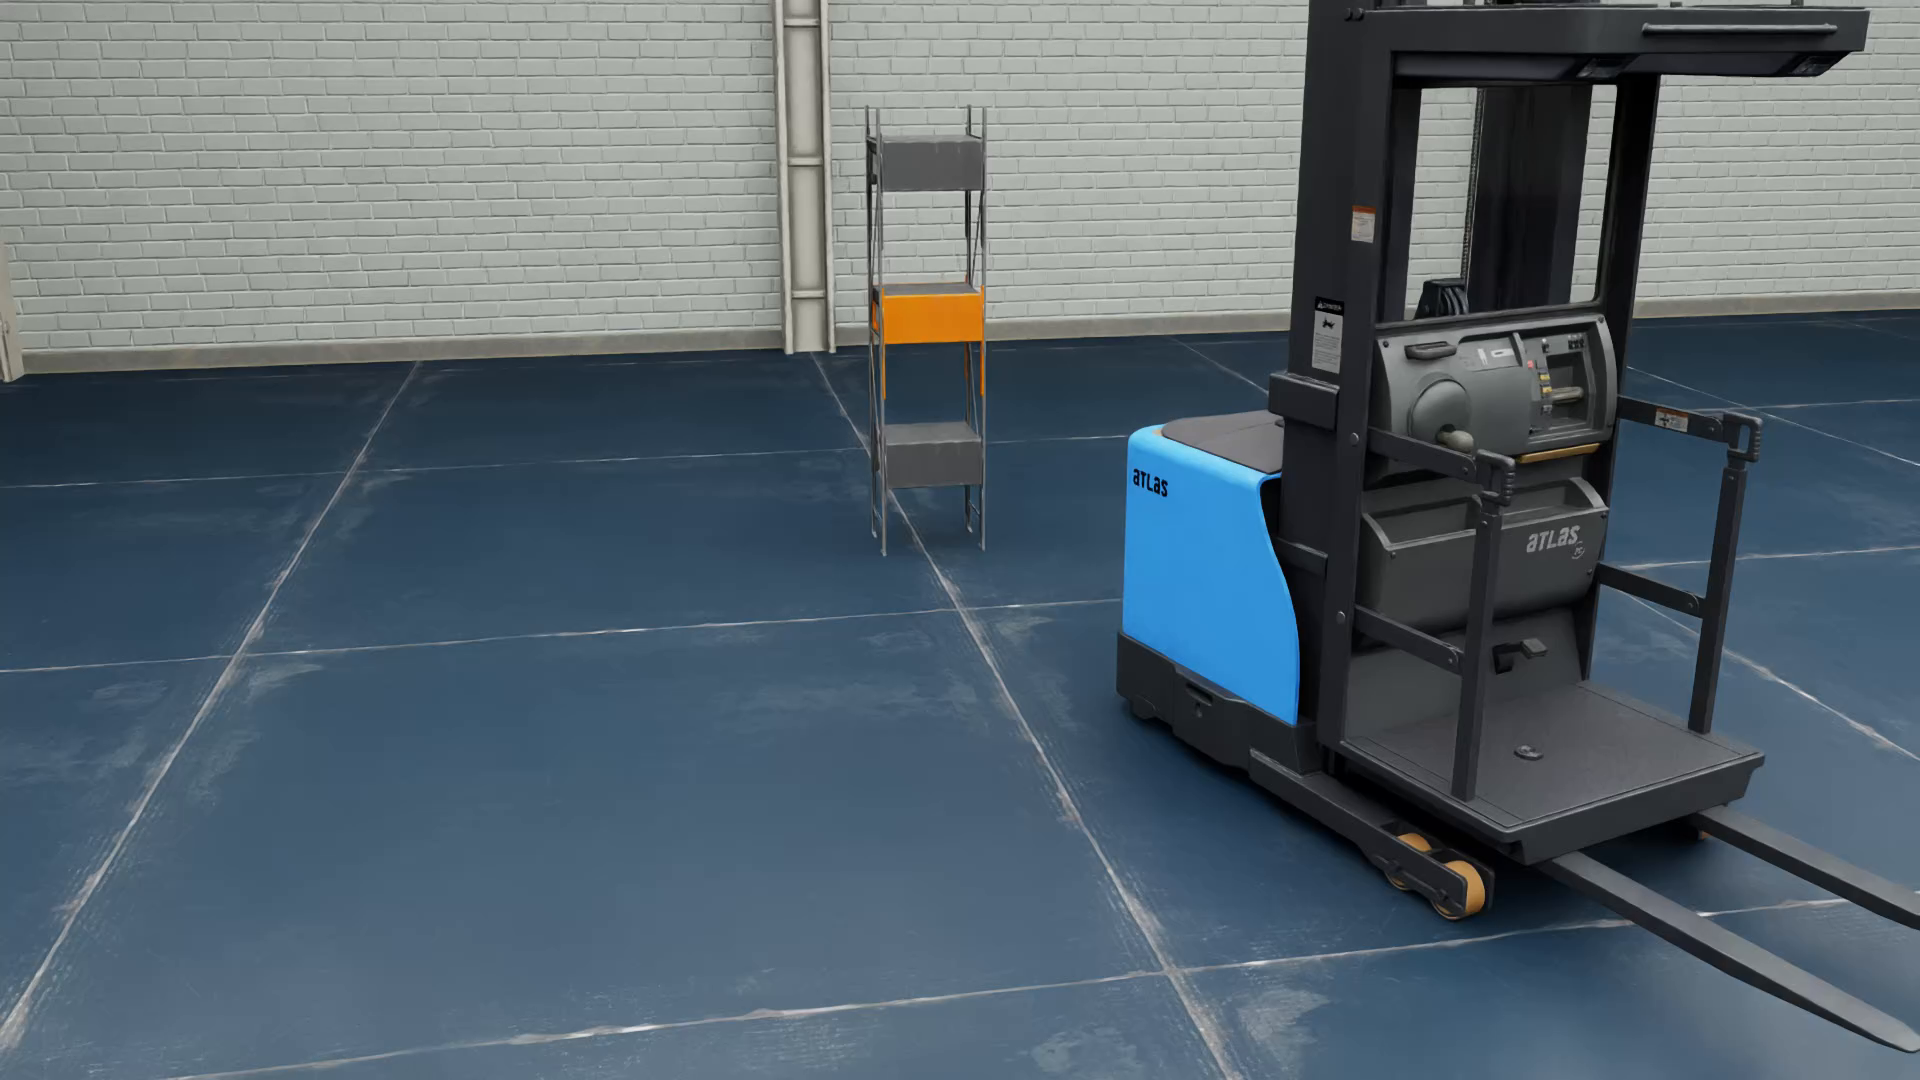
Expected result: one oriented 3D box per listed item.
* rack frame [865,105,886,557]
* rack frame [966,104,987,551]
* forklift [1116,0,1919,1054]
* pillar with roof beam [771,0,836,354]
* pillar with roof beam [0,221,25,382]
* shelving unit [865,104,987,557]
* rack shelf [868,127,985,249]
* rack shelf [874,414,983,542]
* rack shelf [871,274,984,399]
[{"bbox_3d":[-0.402,-0.981,7.929,0.015,2.100,0.400,-3,17,-10],"label":"rack frame"},{"bbox_3d":[0.077,-1.008,8.018,0.015,2.100,0.400,-3,17,-10],"label":"rack frame"},{"bbox_3d":[1.730,-0.464,4.830,1.130,2.935,3.031,-9,19,-27],"label":"forklift"},{"bbox_3d":[-0.386,-4.576,7.882,0.400,9.000,9.100,-3,17,-10],"label":"pillar with roof beam"},{"bbox_3d":[-6.277,-4.241,6.794,0.400,9.000,9.100,-3,17,-10],"label":"pillar with roof beam"},{"bbox_3d":[-0.163,-0.995,7.973,0.503,2.100,0.431,-3,17,-10],"label":"shelving unit"},{"bbox_3d":[-0.163,-1.651,7.772,0.480,0.518,0.431,-3,17,-10],"label":"rack shelf"},{"bbox_3d":[-0.163,-0.312,8.183,0.480,0.518,0.431,-3,17,-10],"label":"rack shelf"},{"bbox_3d":[-0.163,-0.981,7.978,0.480,0.518,0.431,-3,17,-10],"label":"rack shelf"}]
